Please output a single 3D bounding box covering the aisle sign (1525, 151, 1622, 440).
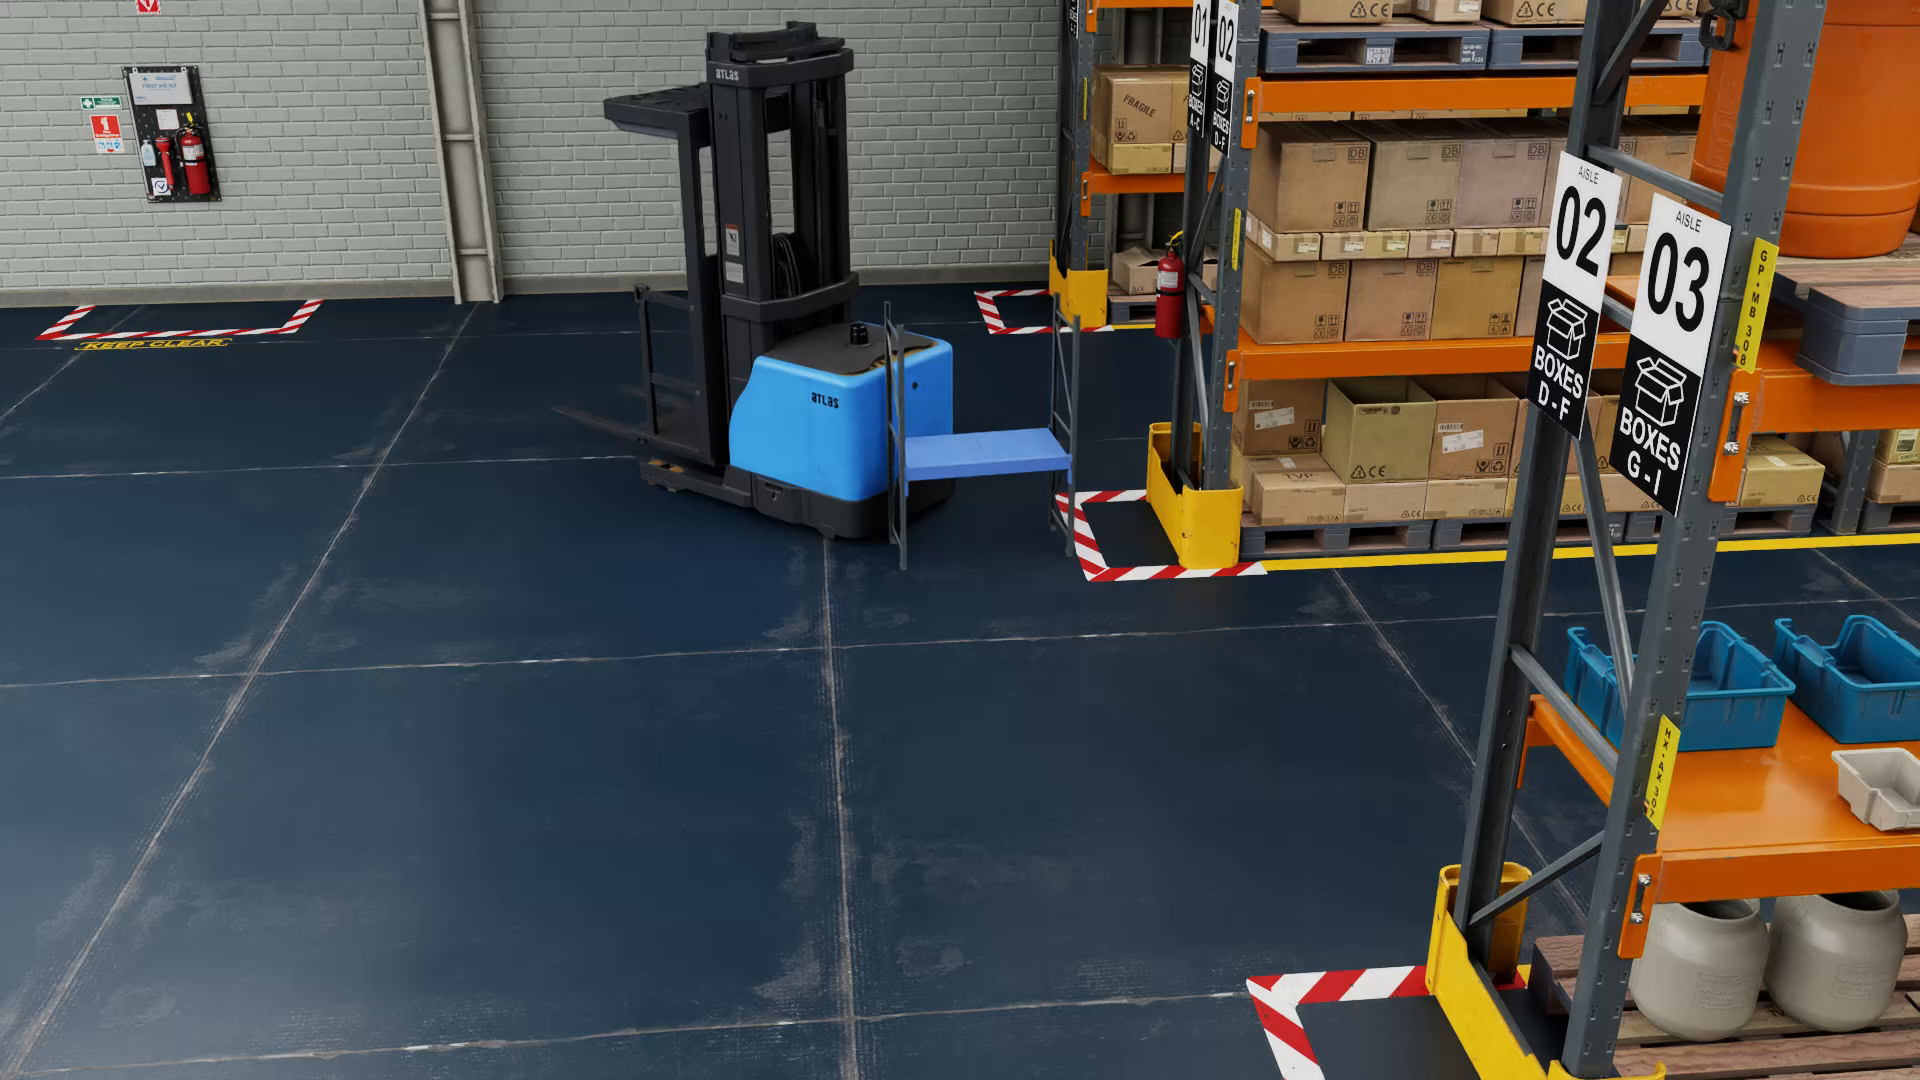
[{"bbox_3d":[1.843,-0.739,5.020,0.004,0.787,0.394,-2,24,-5],"label":"aisle sign"}]

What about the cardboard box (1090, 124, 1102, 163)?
[{"bbox_3d":[1.417,-3.476,14.538,0.500,0.250,0.500,-2,24,-4],"label":"cardboard box"}]

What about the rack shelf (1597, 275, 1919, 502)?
[{"bbox_3d":[3.934,-0.556,5.001,4.000,0.370,1.077,-2,24,-5],"label":"rack shelf"}]

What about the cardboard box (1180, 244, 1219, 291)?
[{"bbox_3d":[2.235,-2.425,14.782,0.500,0.311,0.500,0,24,-1],"label":"cardboard box"}]

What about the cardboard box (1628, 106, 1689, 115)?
[{"bbox_3d":[6.018,-3.871,14.601,0.500,0.500,0.700,0,24,0],"label":"cardboard box"}]

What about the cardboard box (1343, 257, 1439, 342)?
[{"bbox_3d":[2.449,-1.519,9.851,0.500,0.500,0.700,-2,24,-4],"label":"cardboard box"}]

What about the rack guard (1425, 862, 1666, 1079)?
[{"bbox_3d":[2.015,1.686,5.842,0.348,0.500,1.175,-2,24,-5],"label":"rack guard"}]

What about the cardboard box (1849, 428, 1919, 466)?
[{"bbox_3d":[5.877,-0.704,10.318,0.500,0.311,0.500,-2,24,-5],"label":"cardboard box"}]

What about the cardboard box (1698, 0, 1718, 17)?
[{"bbox_3d":[4.268,-2.949,9.119,0.250,0.149,0.380,-2,24,-5],"label":"cardboard box"}]

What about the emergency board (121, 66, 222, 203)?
[{"bbox_3d":[-6.852,-3.494,14.417,0.643,1.169,0.194,-2,24,-5],"label":"emergency board"}]

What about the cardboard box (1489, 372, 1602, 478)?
[{"bbox_3d":[3.510,-0.705,10.088,0.500,0.500,0.500,-2,24,-5],"label":"cardboard box"}]

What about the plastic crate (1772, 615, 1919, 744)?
[{"bbox_3d":[3.060,0.469,5.685,0.408,0.251,0.499,-2,24,-5],"label":"plastic crate"}]

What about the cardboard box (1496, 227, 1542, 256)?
[{"bbox_3d":[3.154,-1.760,9.594,0.250,0.149,0.380,-3,24,-6],"label":"cardboard box"}]

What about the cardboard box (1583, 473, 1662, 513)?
[{"bbox_3d":[4.007,-0.383,10.287,0.500,0.250,0.500,-2,24,-5],"label":"cardboard box"}]

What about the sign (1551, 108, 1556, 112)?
[{"bbox_3d":[5.012,-3.775,13.984,0.005,0.325,0.100,-2,24,-5],"label":"sign"}]

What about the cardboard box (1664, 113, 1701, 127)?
[{"bbox_3d":[4.498,-2.194,9.772,0.500,0.500,0.700,-2,24,-5],"label":"cardboard box"}]

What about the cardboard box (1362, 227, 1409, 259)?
[{"bbox_3d":[2.383,-1.728,9.524,0.250,0.149,0.380,-2,24,-5],"label":"cardboard box"}]

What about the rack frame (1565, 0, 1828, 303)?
[{"bbox_3d":[1.944,-2.176,4.066,0.127,3.000,1.000,-2,24,-5],"label":"rack frame"}]

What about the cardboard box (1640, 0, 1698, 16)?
[{"bbox_3d":[3.790,-3.255,9.371,0.637,0.503,0.797,0,24,1],"label":"cardboard box"}]

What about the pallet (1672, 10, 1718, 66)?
[{"bbox_3d":[4.595,-2.882,9.457,1.213,0.211,1.003,-2,24,-5],"label":"pallet"}]

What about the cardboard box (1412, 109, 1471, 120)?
[{"bbox_3d":[4.015,-3.716,14.153,0.500,0.500,0.500,-2,24,-5],"label":"cardboard box"}]

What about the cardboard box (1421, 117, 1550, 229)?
[{"bbox_3d":[3.004,-2.134,9.639,0.500,0.500,0.700,-2,24,-5],"label":"cardboard box"}]

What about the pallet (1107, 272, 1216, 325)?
[{"bbox_3d":[1.858,-2.186,14.908,1.213,0.211,1.003,-2,24,-5],"label":"pallet"}]

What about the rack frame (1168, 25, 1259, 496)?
[{"bbox_3d":[1.461,-1.437,9.789,0.127,3.000,1.000,-2,24,-5],"label":"rack frame"}]

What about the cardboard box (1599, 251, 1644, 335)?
[{"bbox_3d":[3.977,-1.580,9.988,0.500,0.500,0.700,-2,24,-4],"label":"cardboard box"}]

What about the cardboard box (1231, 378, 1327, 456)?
[{"bbox_3d":[1.965,-0.856,10.429,0.500,0.500,0.500,-2,24,-5],"label":"cardboard box"}]

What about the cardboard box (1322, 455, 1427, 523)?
[{"bbox_3d":[2.514,-0.325,10.156,0.500,0.250,0.500,-2,24,-5],"label":"cardboard box"}]

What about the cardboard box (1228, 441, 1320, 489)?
[{"bbox_3d":[1.966,-0.513,10.579,0.500,0.250,0.500,-2,24,-5],"label":"cardboard box"}]

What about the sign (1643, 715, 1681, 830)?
[{"bbox_3d":[1.994,0.662,4.727,0.005,0.325,0.100,-2,24,-5],"label":"sign"}]

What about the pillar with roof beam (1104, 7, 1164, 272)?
[{"bbox_3d":[2.005,-4.818,10.010,0.400,9.000,9.100,-2,24,-5],"label":"pillar with roof beam"}]

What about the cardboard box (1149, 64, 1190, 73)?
[{"bbox_3d":[1.920,-3.843,14.439,0.500,0.500,0.500,-2,24,-4],"label":"cardboard box"}]

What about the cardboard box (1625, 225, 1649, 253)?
[{"bbox_3d":[3.928,-1.791,9.664,0.250,0.149,0.380,-2,24,-4],"label":"cardboard box"}]

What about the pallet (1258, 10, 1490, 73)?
[{"bbox_3d":[2.167,-2.785,9.238,1.213,0.211,1.003,-2,24,-5],"label":"pallet"}]

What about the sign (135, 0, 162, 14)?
[{"bbox_3d":[-6.870,-4.593,14.036,0.199,0.298,0.001,-2,24,-5],"label":"sign"}]

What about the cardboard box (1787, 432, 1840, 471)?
[{"bbox_3d":[5.826,-0.665,10.922,0.500,0.250,0.500,-3,24,-6],"label":"cardboard box"}]

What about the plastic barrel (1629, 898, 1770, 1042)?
[{"bbox_3d":[2.592,1.453,5.833,0.421,0.512,0.421,0,24,0],"label":"plastic barrel"}]

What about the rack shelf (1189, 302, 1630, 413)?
[{"bbox_3d":[3.451,-1.188,10.115,4.000,0.370,1.077,-2,24,-5],"label":"rack shelf"}]

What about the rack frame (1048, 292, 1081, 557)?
[{"bbox_3d":[0.619,-0.683,9.940,0.032,1.500,0.500,-5,24,-10],"label":"rack frame"}]

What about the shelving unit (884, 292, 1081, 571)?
[{"bbox_3d":[0.121,-0.642,9.848,1.048,1.500,0.538,-5,24,-10],"label":"shelving unit"}]

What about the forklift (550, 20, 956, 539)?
[{"bbox_3d":[-1.507,-1.807,10.708,3.031,2.935,1.130,17,29,34],"label":"forklift"}]

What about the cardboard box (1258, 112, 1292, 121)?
[{"bbox_3d":[2.483,-3.653,14.013,0.500,0.500,0.500,-3,24,-7],"label":"cardboard box"}]

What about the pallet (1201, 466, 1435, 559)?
[{"bbox_3d":[2.218,-0.210,10.462,1.213,0.211,1.003,-2,24,-5],"label":"pallet"}]
